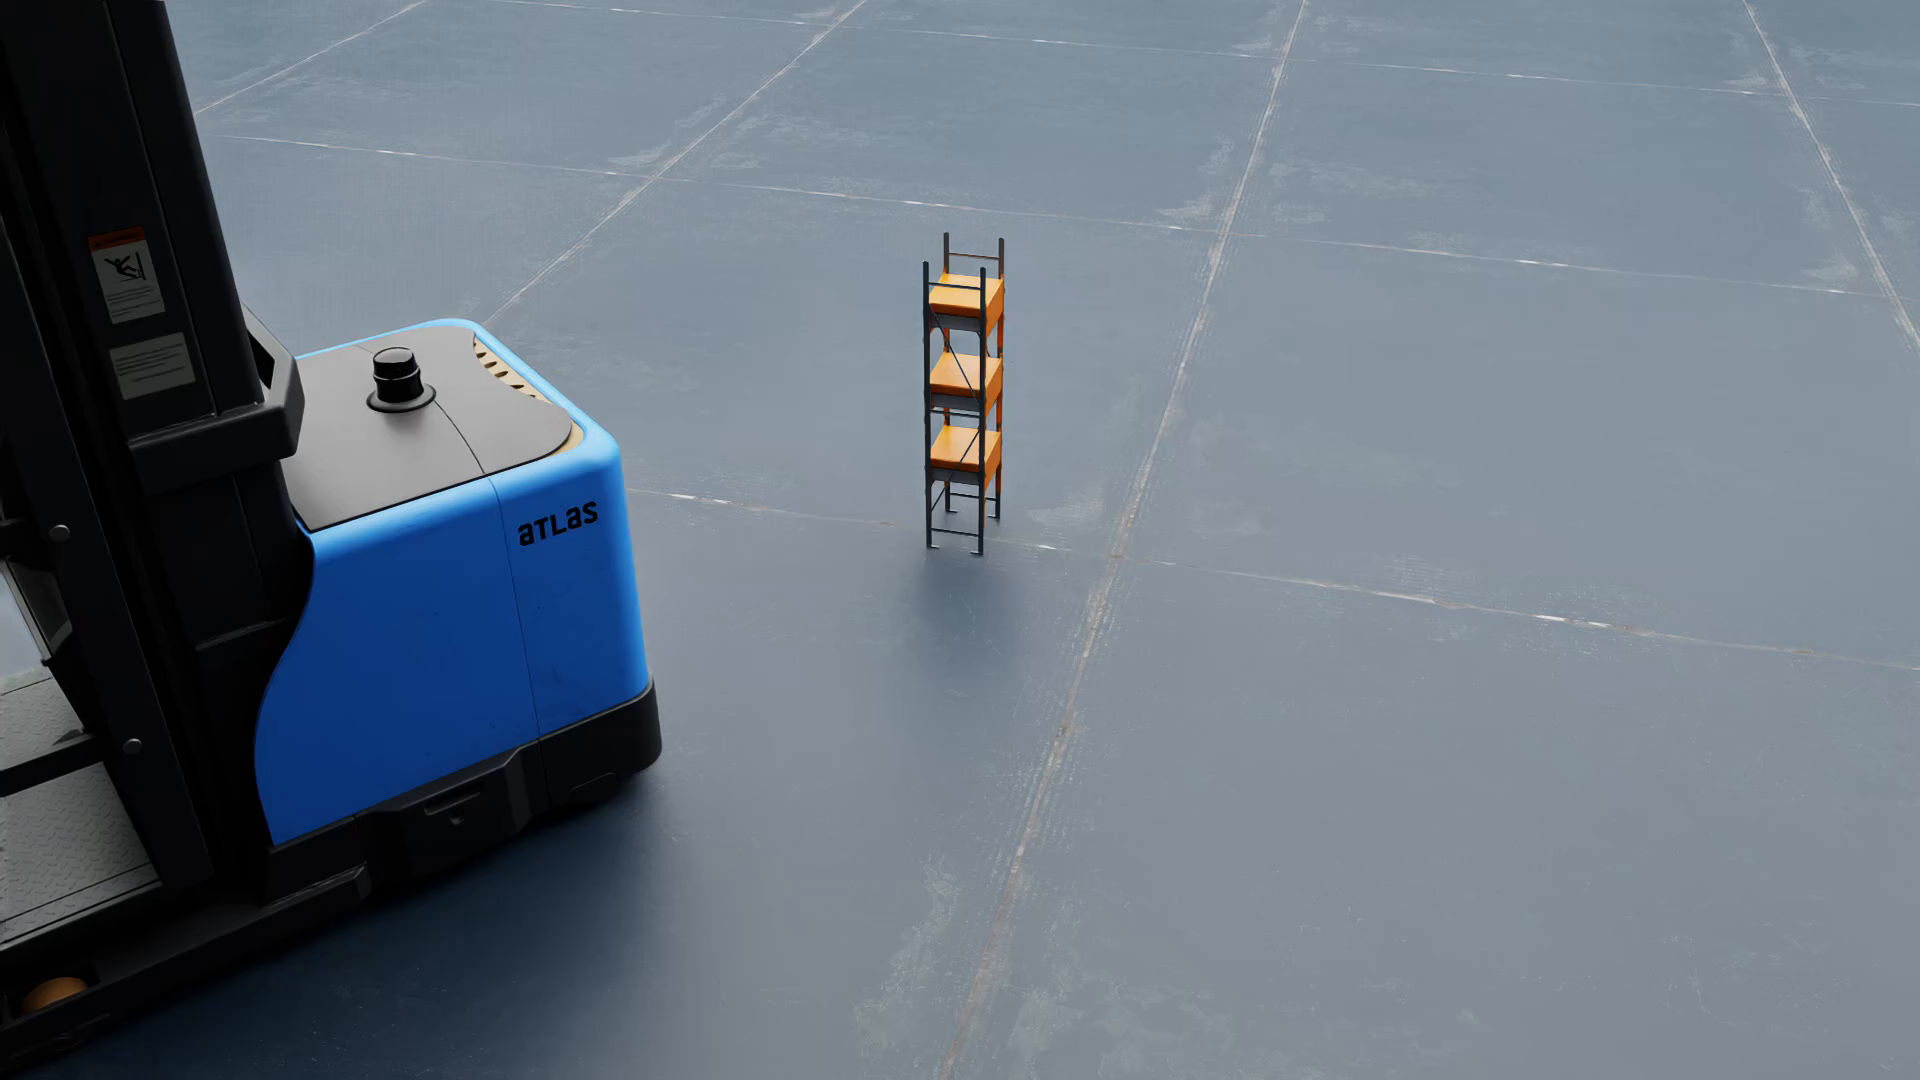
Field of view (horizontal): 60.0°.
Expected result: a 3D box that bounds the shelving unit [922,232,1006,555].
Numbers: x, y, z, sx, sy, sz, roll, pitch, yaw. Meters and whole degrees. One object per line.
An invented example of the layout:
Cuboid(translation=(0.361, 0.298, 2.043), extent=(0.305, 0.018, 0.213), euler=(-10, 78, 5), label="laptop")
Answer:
Cuboid(translation=(0.014, -0.471, 5.512), extent=(0.215, 1.050, 0.252), euler=(8, 33, 12), label="shelving unit")

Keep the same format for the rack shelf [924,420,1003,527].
Cuboid(translation=(0.014, -0.227, 5.667), extent=(0.215, 0.259, 0.240), euler=(8, 33, 12), label="rack shelf")

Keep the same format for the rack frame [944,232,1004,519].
Cuboid(translation=(0.045, -0.534, 5.612), extent=(0.200, 1.050, 0.008), euler=(8, 33, 12), label="rack frame")

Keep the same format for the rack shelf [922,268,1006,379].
Cuboid(translation=(0.014, -0.701, 5.365), extent=(0.215, 0.259, 0.240), euler=(8, 33, 12), label="rack shelf")

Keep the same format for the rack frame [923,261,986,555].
Cuboid(translation=(-0.017, -0.408, 5.412), extent=(0.200, 1.050, 0.008), euler=(8, 33, 12), label="rack frame")

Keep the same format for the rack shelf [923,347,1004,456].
Cuboid(translation=(0.014, -0.462, 5.518), extent=(0.215, 0.259, 0.240), euler=(8, 33, 12), label="rack shelf")

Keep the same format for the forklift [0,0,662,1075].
Cuboid(translation=(-2.323, -0.308, 3.502), extent=(3.031, 2.935, 1.130), euler=(-22, 39, -30), label="forklift")
